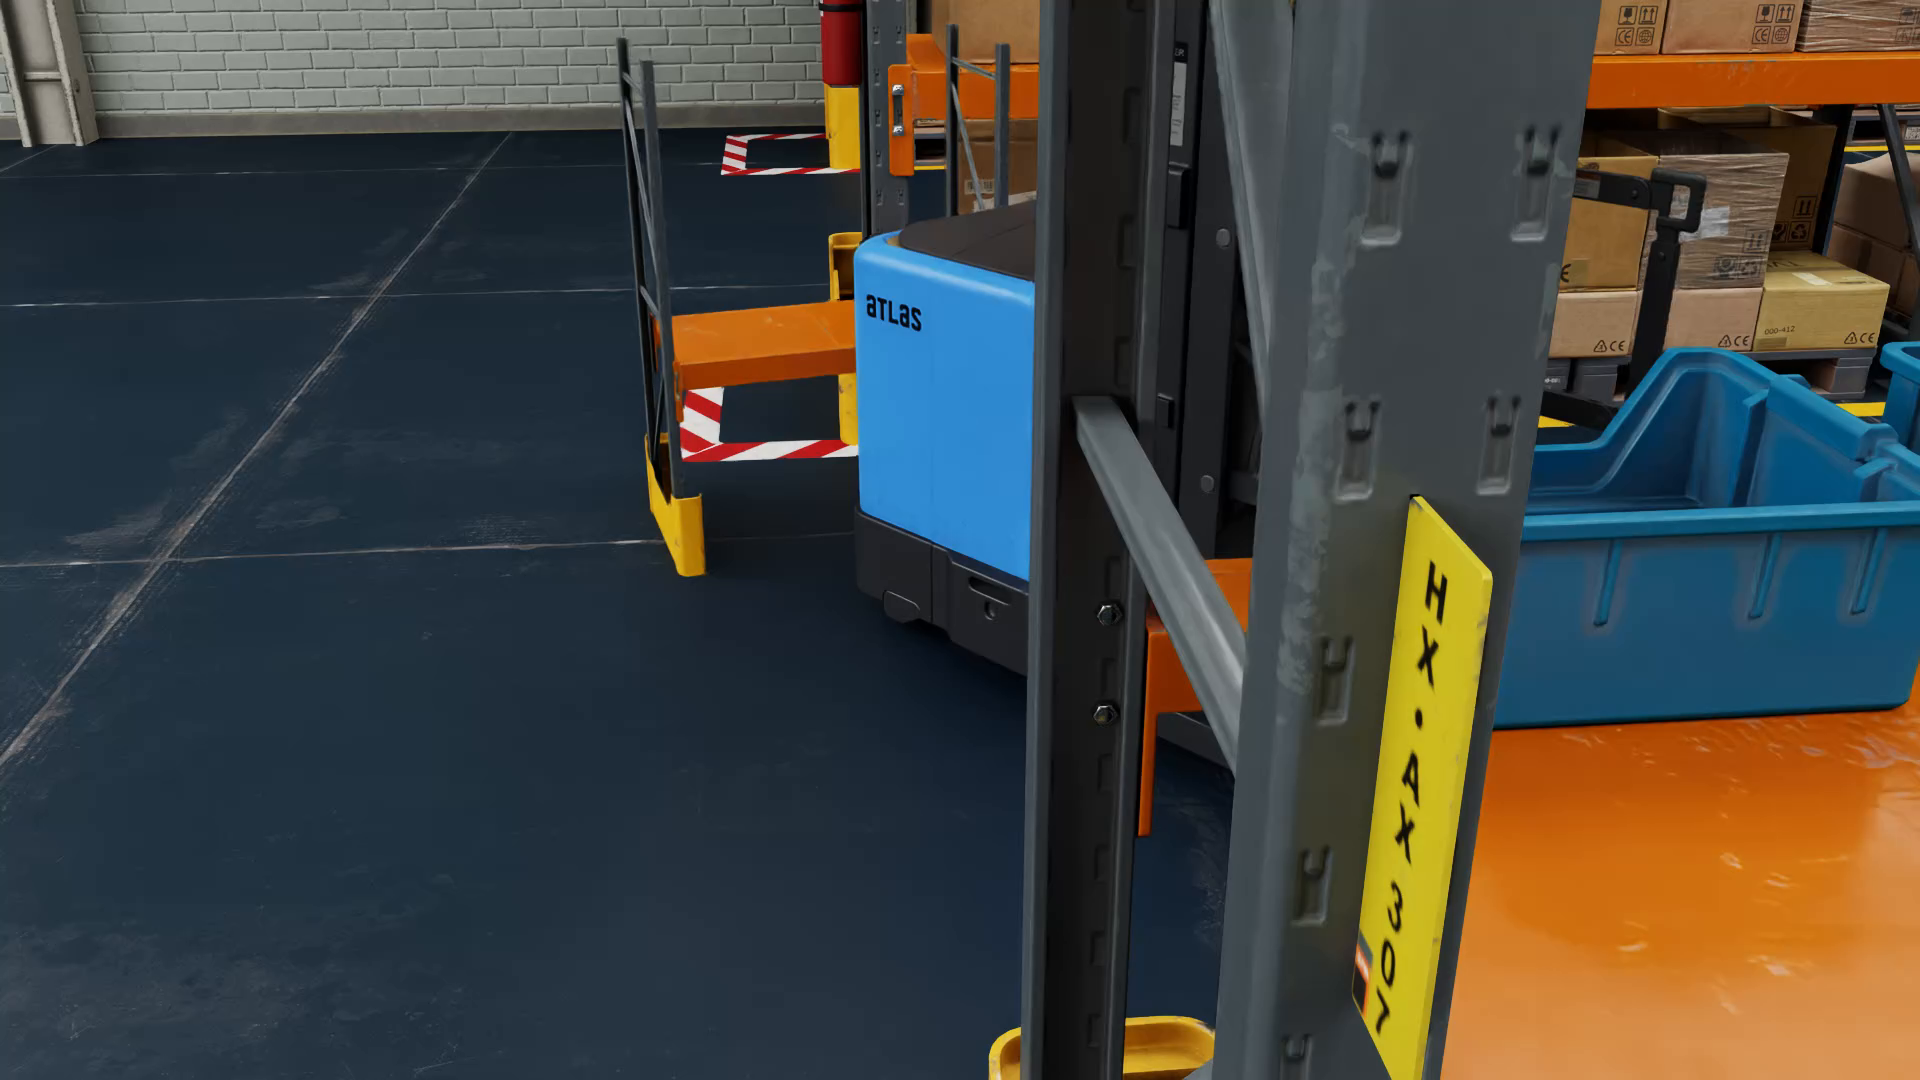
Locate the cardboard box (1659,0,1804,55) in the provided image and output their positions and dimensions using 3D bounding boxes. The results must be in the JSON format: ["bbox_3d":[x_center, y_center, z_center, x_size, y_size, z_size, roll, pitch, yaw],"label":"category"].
[{"bbox_3d":[2.725,-2.115,6.192,0.500,0.500,0.700,-3,24,-6],"label":"cardboard box"}]

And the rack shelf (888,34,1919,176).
[{"bbox_3d":[1.700,-1.704,6.277,4.000,0.370,1.077,-2,24,-5],"label":"rack shelf"}]

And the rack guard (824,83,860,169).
[{"bbox_3d":[-0.705,-2.816,10.971,0.348,0.500,1.175,-2,24,-5],"label":"rack guard"}]

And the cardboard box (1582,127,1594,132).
[{"bbox_3d":[2.203,-1.459,6.785,0.500,0.500,0.500,-2,24,-5],"label":"cardboard box"}]

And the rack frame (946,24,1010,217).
[{"bbox_3d":[0.050,-0.821,5.251,0.032,1.500,0.500,-8,25,-17],"label":"rack frame"}]

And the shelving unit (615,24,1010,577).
[{"bbox_3d":[-0.423,-0.756,5.104,1.083,1.500,0.587,-8,25,-17],"label":"shelving unit"}]

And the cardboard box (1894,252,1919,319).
[{"bbox_3d":[4.116,-0.964,6.595,0.500,0.250,0.500,-3,24,-6],"label":"cardboard box"}]

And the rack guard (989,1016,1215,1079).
[{"bbox_3d":[0.264,1.169,2.004,0.348,0.500,1.175,-2,24,-5],"label":"rack guard"}]

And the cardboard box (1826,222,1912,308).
[{"bbox_3d":[4.075,-1.182,7.085,0.500,0.250,0.500,-3,24,-6],"label":"cardboard box"}]

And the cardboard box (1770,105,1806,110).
[{"bbox_3d":[5.453,-3.279,11.470,0.500,0.500,0.700,-2,24,-5],"label":"cardboard box"}]

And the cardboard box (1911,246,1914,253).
[{"bbox_3d":[4.126,-1.221,6.481,0.500,0.311,0.500,-2,24,-5],"label":"cardboard box"}]

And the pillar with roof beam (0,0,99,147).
[{"bbox_3d":[-5.717,-5.095,5.633,0.400,9.000,9.100,-2,24,-5],"label":"pillar with roof beam"}]

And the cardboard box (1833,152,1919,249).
[{"bbox_3d":[4.065,-1.437,6.967,0.500,0.311,0.500,-2,24,-5],"label":"cardboard box"}]

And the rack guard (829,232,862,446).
[{"bbox_3d":[-0.314,-0.810,6.457,0.348,0.500,1.175,-2,24,-5],"label":"rack guard"}]

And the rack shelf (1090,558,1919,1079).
[{"bbox_3d":[2.183,0.298,1.773,4.000,0.370,1.077,-2,24,-5],"label":"rack shelf"}]

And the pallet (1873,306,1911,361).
[{"bbox_3d":[4.420,-0.884,6.979,1.213,0.211,1.003,-2,24,-5],"label":"pallet"}]

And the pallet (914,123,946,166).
[{"bbox_3d":[0.107,-2.702,11.070,1.213,0.211,1.003,-2,24,-5],"label":"pallet"}]

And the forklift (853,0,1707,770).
[{"bbox_3d":[1.096,-0.866,3.589,1.130,2.935,3.031,-22,32,-40],"label":"forklift"}]

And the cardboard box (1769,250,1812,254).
[{"bbox_3d":[3.199,-1.152,7.018,0.500,0.250,0.500,-2,24,-5],"label":"cardboard box"}]

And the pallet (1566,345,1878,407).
[{"bbox_3d":[2.895,-0.824,6.844,1.213,0.211,1.003,-2,24,-5],"label":"pallet"}]

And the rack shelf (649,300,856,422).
[{"bbox_3d":[-0.432,-0.591,5.175,1.000,0.185,0.538,-8,25,-17],"label":"rack shelf"}]

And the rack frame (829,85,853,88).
[{"bbox_3d":[-0.781,-3.955,10.456,0.127,3.000,1.000,-2,24,-5],"label":"rack frame"}]

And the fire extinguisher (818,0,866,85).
[{"bbox_3d":[-0.453,-2.101,6.379,0.183,0.674,0.296,-2,24,-5],"label":"fire extinguisher"}]

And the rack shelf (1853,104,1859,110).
[{"bbox_3d":[5.681,-1.864,6.637,4.000,0.370,1.077,-2,24,-5],"label":"rack shelf"}]

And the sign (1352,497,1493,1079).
[{"bbox_3d":[0.243,0.145,0.890,0.005,0.325,0.100,-2,24,-5],"label":"sign"}]

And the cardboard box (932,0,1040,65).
[{"bbox_3d":[0.176,-2.012,5.962,0.500,0.500,0.700,-2,24,-5],"label":"cardboard box"}]

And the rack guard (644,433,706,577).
[{"bbox_3d":[-0.895,-0.120,5.212,0.087,0.250,0.587,-8,25,-17],"label":"rack guard"}]

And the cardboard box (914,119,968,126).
[{"bbox_3d":[-0.083,-2.919,10.893,0.500,0.311,0.500,-5,24,-11],"label":"cardboard box"}]

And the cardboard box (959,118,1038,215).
[{"bbox_3d":[0.214,-1.373,6.591,0.500,0.500,0.500,-2,24,-5],"label":"cardboard box"}]

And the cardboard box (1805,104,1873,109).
[{"bbox_3d":[5.945,-3.310,11.540,0.500,0.500,0.700,-2,24,-5],"label":"cardboard box"}]

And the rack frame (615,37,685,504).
[{"bbox_3d":[-0.913,-0.689,4.953,0.032,1.500,0.500,-8,25,-17],"label":"rack frame"}]

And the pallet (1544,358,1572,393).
[{"bbox_3d":[1.678,-0.774,6.731,1.213,0.211,1.003,-2,24,-5],"label":"pallet"}]

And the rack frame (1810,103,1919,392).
[{"bbox_3d":[3.691,-2.113,6.311,0.127,3.000,1.000,-2,24,-5],"label":"rack frame"}]

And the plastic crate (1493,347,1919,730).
[{"bbox_3d":[0.662,-0.024,1.794,0.616,0.251,0.499,-2,24,-5],"label":"plastic crate"}]

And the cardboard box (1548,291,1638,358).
[{"bbox_3d":[2.256,-0.900,6.449,0.500,0.250,0.500,-2,24,-5],"label":"cardboard box"}]

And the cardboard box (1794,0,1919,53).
[{"bbox_3d":[3.250,-2.138,6.245,0.500,0.500,0.700,-3,24,-7],"label":"cardboard box"}]

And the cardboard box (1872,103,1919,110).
[{"bbox_3d":[6.469,-3.284,11.481,0.500,0.500,0.700,-2,24,-4],"label":"cardboard box"}]

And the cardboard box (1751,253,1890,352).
[{"bbox_3d":[3.251,-0.942,6.544,0.500,0.250,0.500,-2,24,-5],"label":"cardboard box"}]

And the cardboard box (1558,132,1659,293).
[{"bbox_3d":[2.255,-1.248,6.309,0.500,0.500,0.500,-2,24,-5],"label":"cardboard box"}]

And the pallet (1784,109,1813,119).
[{"bbox_3d":[5.191,-2.923,11.565,1.213,0.211,1.003,-2,24,-5],"label":"pallet"}]

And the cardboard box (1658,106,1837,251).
[{"bbox_3d":[3.198,-1.499,6.875,0.500,0.500,0.500,-2,24,-5],"label":"cardboard box"}]

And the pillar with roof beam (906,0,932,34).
[{"bbox_3d":[0.254,-5.334,6.172,0.400,9.000,9.100,-2,24,-5],"label":"pillar with roof beam"}]

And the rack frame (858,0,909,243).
[{"bbox_3d":[-0.290,-1.953,5.952,0.127,3.000,1.000,-2,24,-5],"label":"rack frame"}]

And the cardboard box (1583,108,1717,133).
[{"bbox_3d":[2.701,-1.476,6.823,0.500,0.500,0.500,-2,24,-5],"label":"cardboard box"}]

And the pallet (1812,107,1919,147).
[{"bbox_3d":[6.403,-2.970,11.672,1.213,0.211,1.003,-2,24,-5],"label":"pallet"}]

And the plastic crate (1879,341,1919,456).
[{"bbox_3d":[1.309,-0.048,1.847,0.408,0.251,0.499,-2,24,-5],"label":"plastic crate"}]

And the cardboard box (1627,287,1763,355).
[{"bbox_3d":[2.752,-0.926,6.508,0.500,0.250,0.500,-2,24,-5],"label":"cardboard box"}]

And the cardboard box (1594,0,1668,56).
[{"bbox_3d":[2.226,-2.096,6.150,0.500,0.500,0.700,-2,24,-4],"label":"cardboard box"}]

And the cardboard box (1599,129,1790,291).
[{"bbox_3d":[2.752,-1.269,6.357,0.500,0.500,0.500,-2,24,-5],"label":"cardboard box"}]
